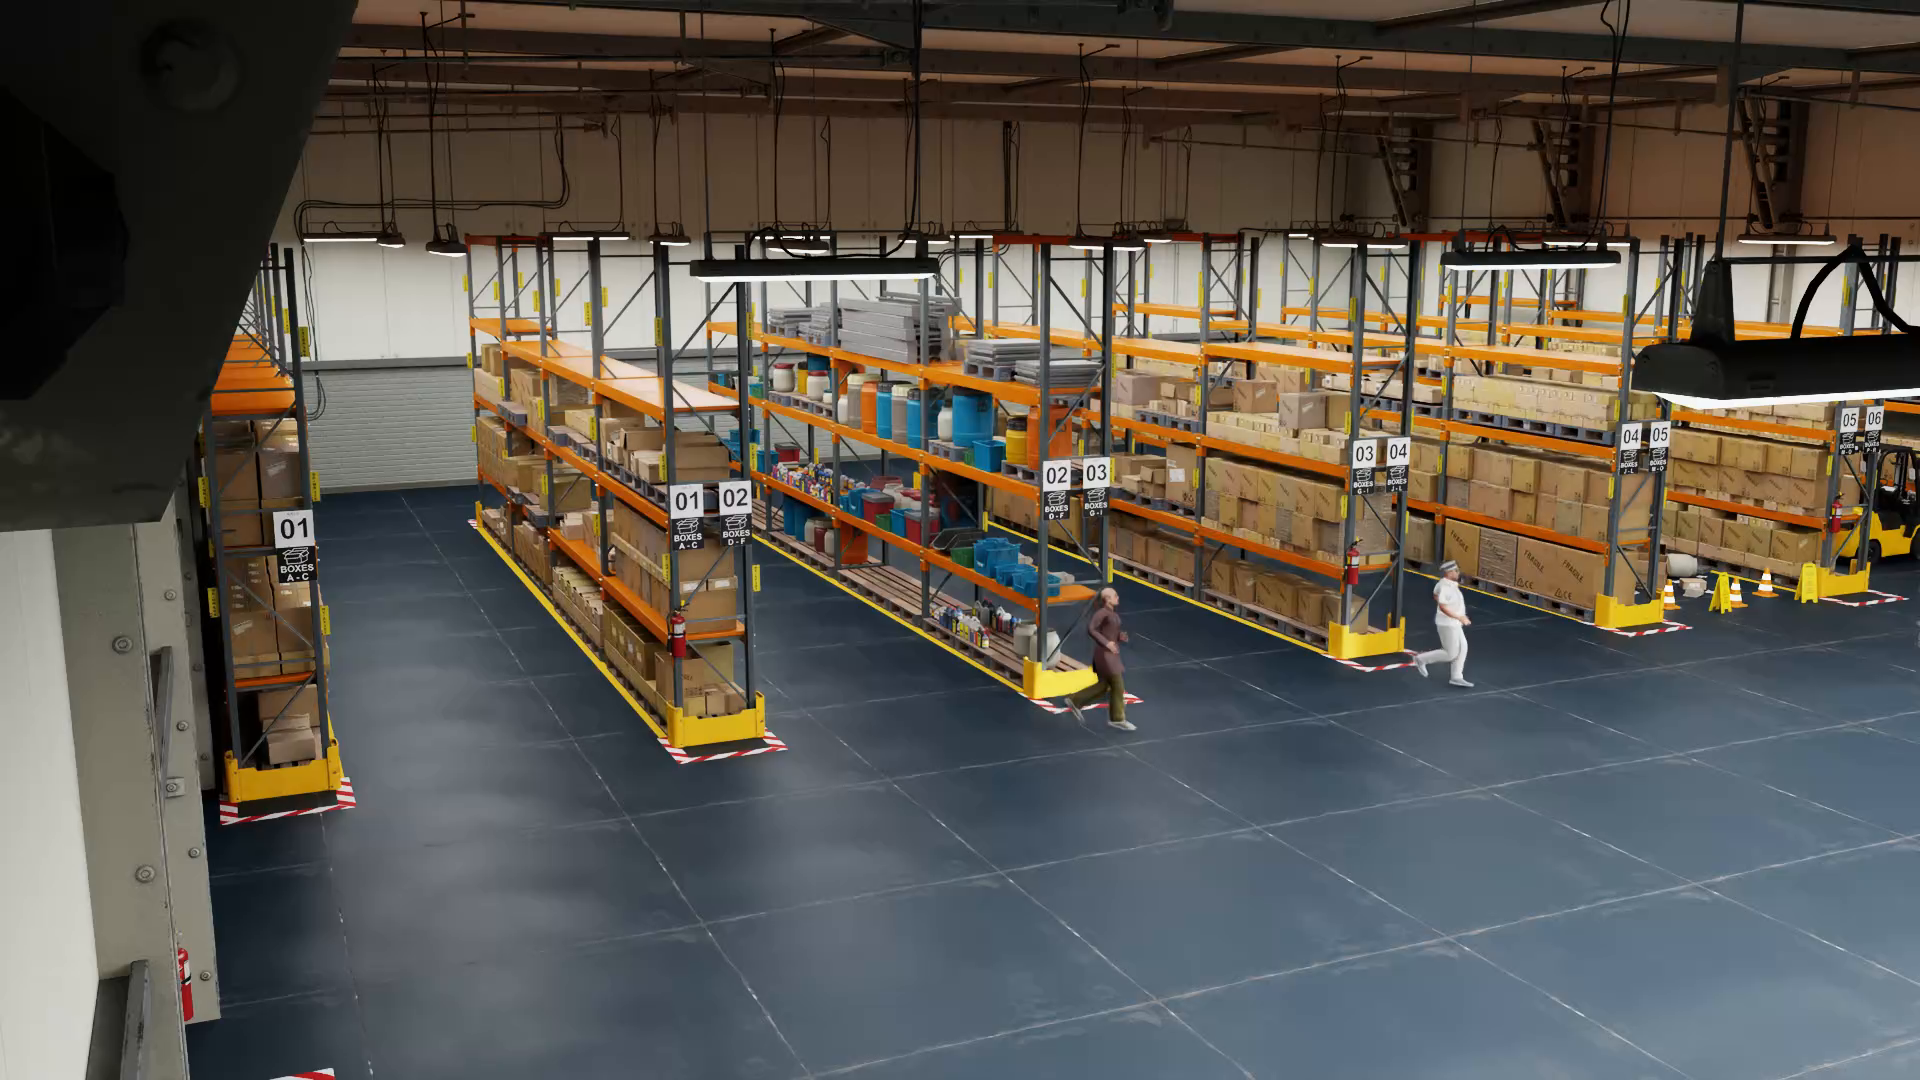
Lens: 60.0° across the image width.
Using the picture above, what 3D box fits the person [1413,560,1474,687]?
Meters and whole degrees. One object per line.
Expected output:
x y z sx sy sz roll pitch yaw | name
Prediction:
6.649 1.123 22.751 0.830 1.742 0.680 3 11 16 | person

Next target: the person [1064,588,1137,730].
1.808 1.477 21.022 0.944 1.770 0.748 3 11 13 | person
